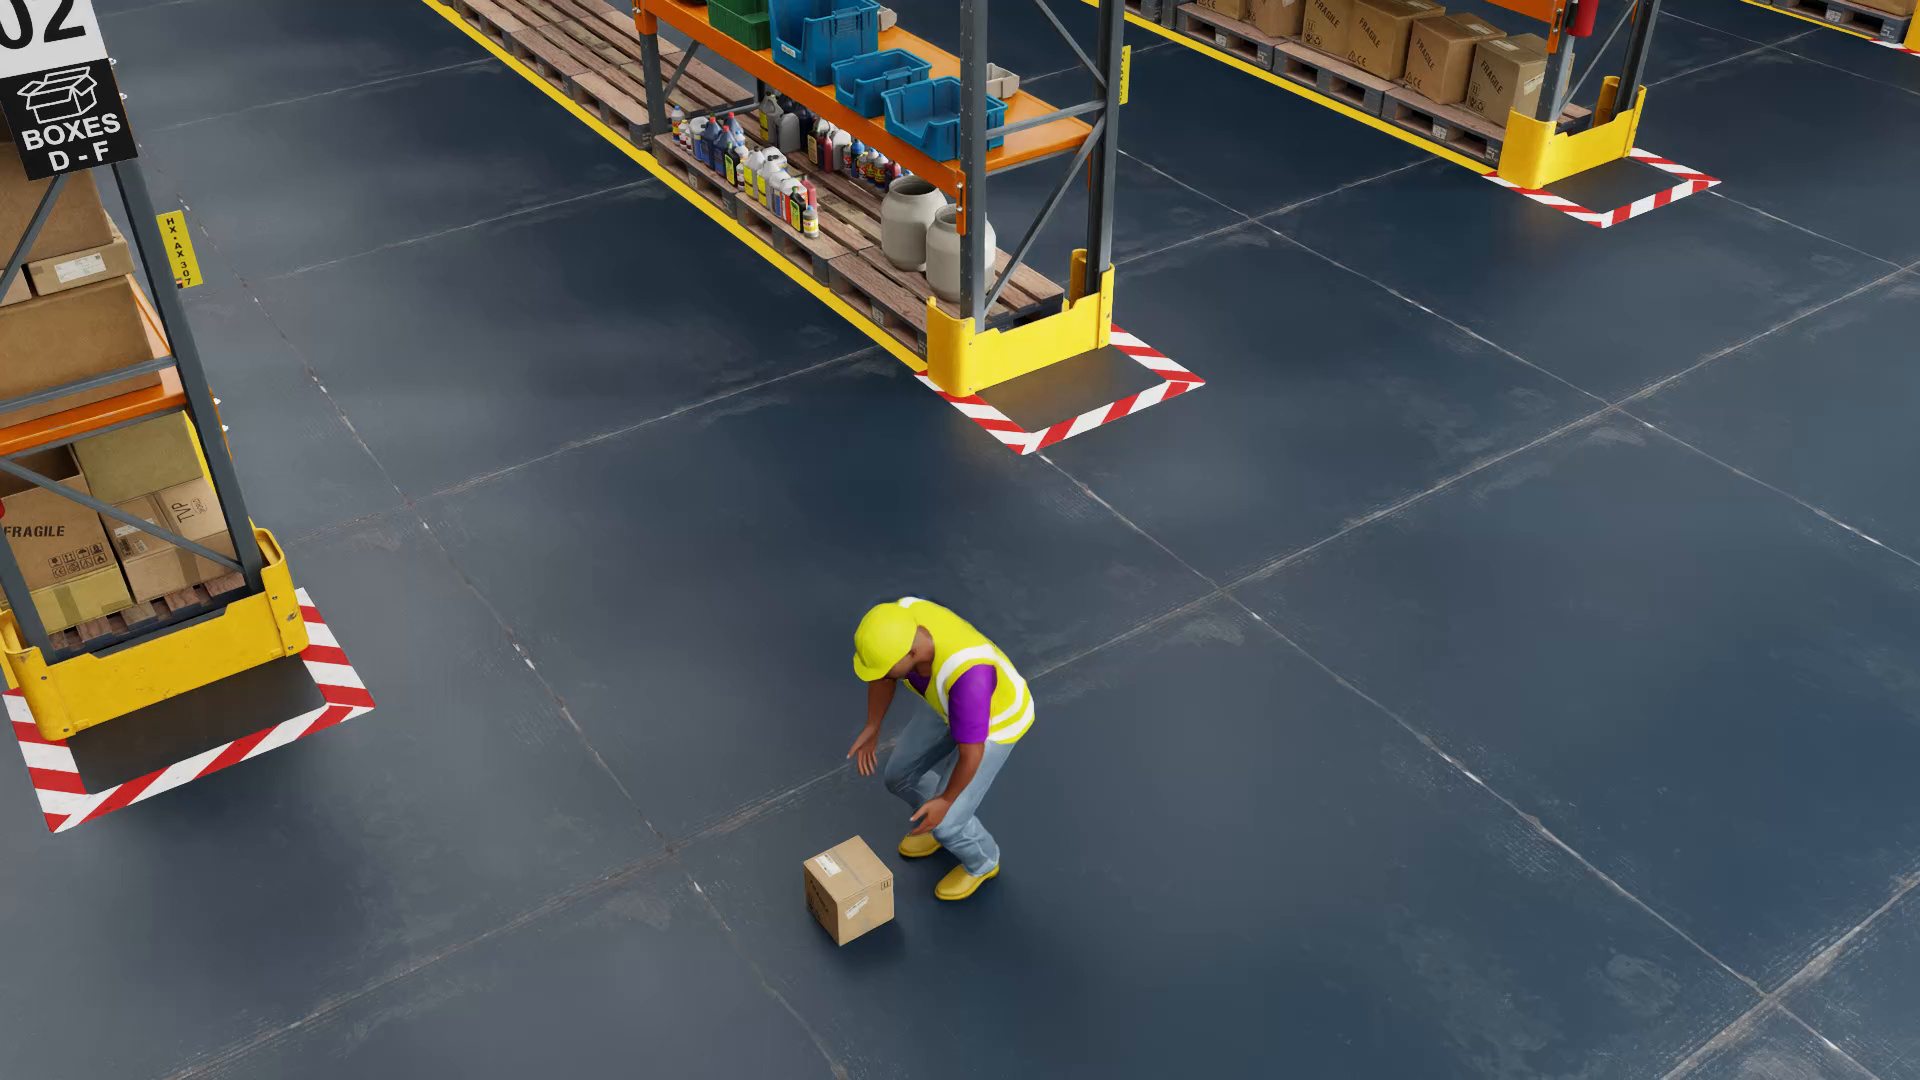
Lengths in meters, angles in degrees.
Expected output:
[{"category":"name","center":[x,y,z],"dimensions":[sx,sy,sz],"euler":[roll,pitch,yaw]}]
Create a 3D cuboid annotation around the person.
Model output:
[{"category":"person","center":[-0.059,0.742,6.226],"dimensions":[0.728,1.461,0.630],"euler":[-22,42,-27]}]
